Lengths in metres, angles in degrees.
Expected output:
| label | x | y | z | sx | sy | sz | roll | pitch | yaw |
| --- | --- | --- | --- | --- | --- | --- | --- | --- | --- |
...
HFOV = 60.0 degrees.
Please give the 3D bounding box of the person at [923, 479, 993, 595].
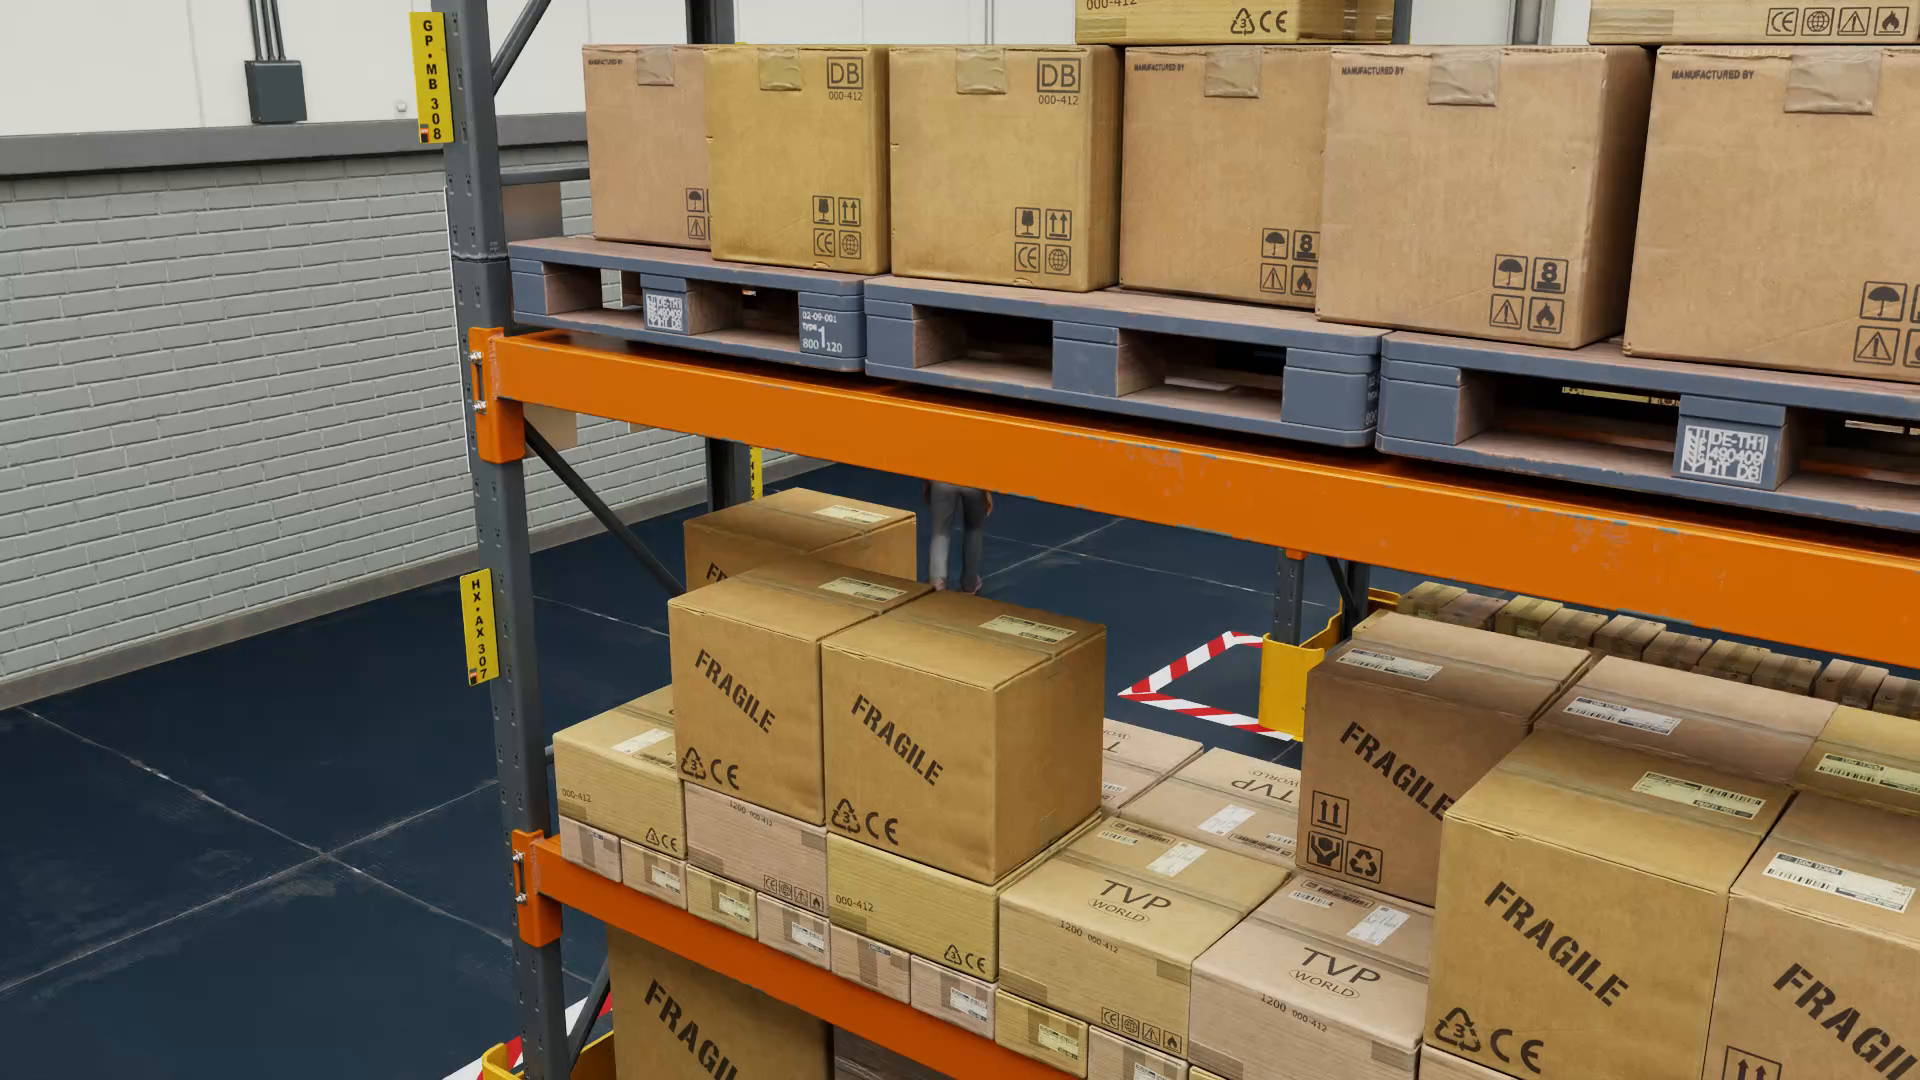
| label | x | y | z | sx | sy | sz | roll | pitch | yaw |
| --- | --- | --- | --- | --- | --- | --- | --- | --- | --- |
| person | -0.019 | -0.355 | 10.712 | 0.462 | 1.610 | 0.860 | 1 | 17 | 3 |
